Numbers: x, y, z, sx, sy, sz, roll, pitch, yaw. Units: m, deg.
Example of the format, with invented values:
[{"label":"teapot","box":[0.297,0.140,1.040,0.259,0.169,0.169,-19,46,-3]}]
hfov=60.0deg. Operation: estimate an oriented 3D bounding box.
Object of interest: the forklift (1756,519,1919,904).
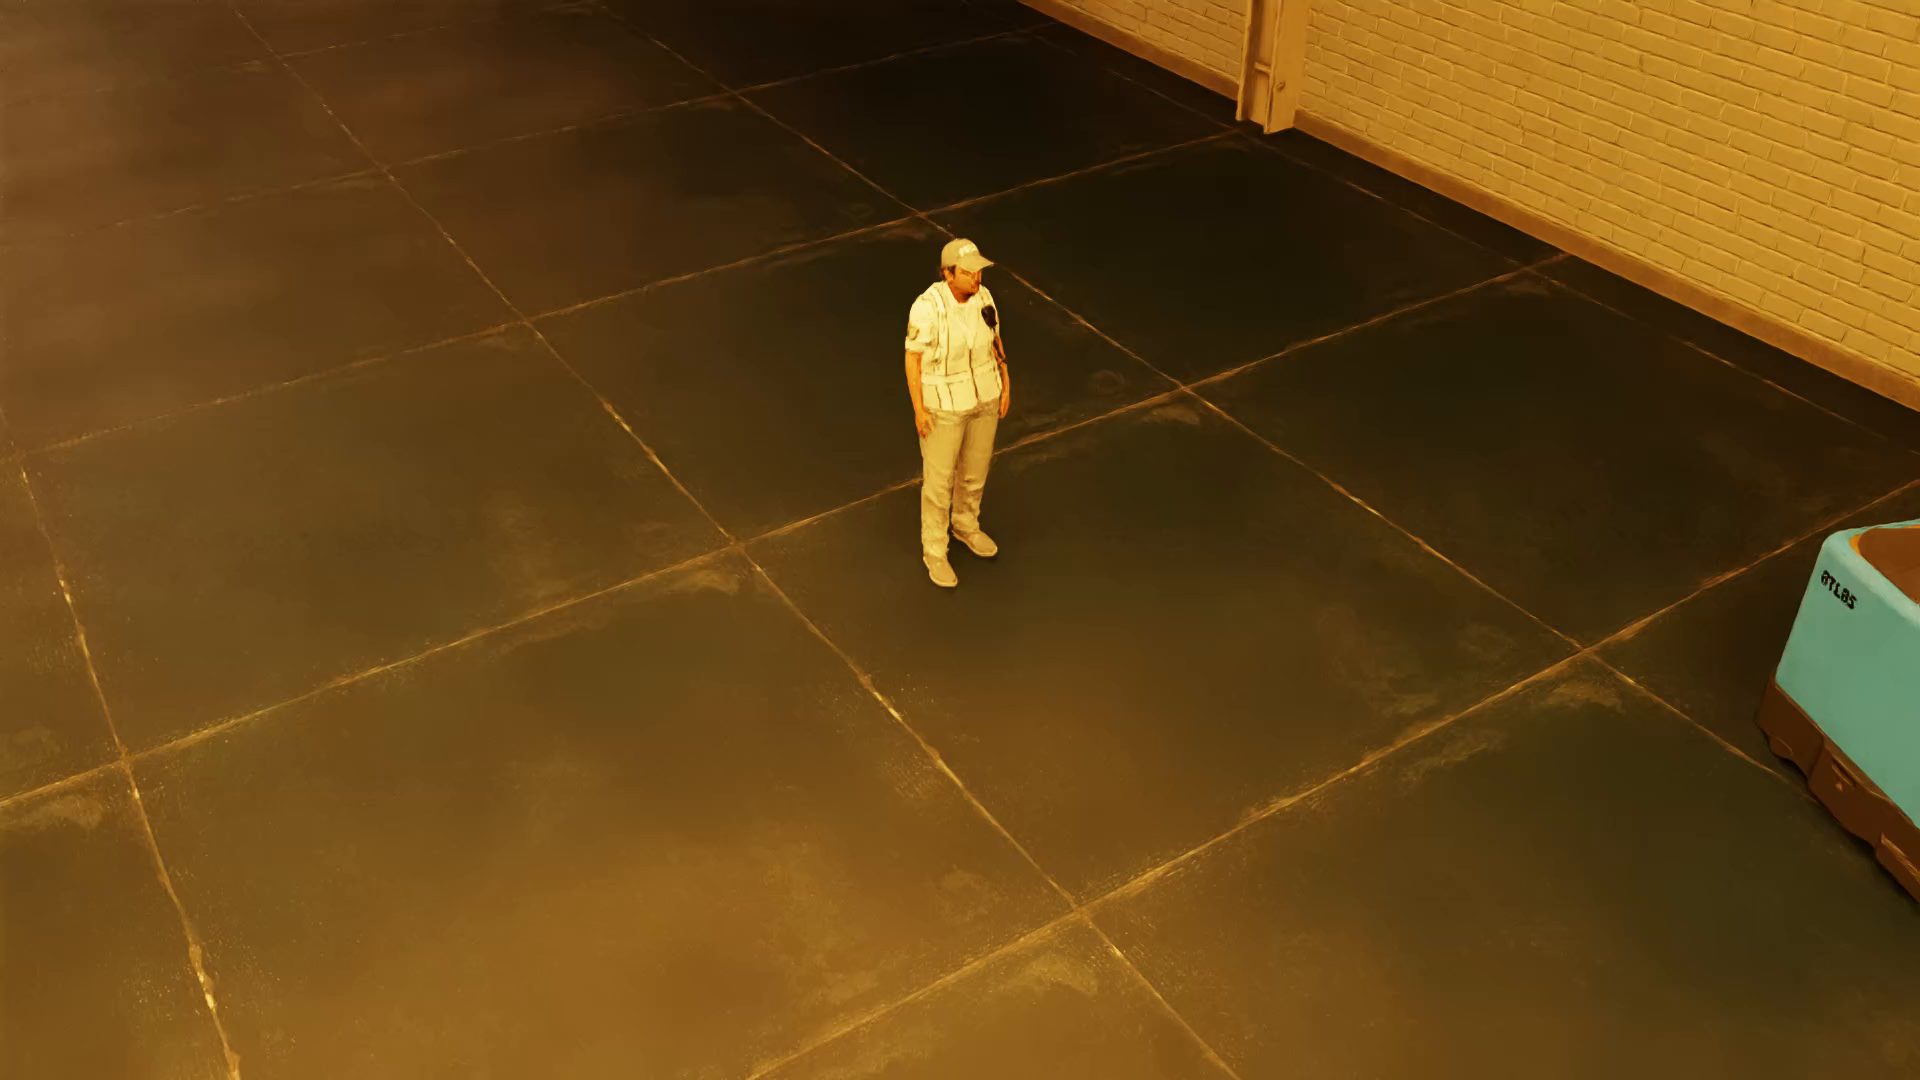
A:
[{"label":"forklift","box":[4.386,0.409,5.566,1.130,2.935,3.031,-8,36,-11]}]

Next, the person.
[{"label":"person","box":[0.023,-0.644,8.151,0.598,1.669,0.529,-21,40,-27]}]
